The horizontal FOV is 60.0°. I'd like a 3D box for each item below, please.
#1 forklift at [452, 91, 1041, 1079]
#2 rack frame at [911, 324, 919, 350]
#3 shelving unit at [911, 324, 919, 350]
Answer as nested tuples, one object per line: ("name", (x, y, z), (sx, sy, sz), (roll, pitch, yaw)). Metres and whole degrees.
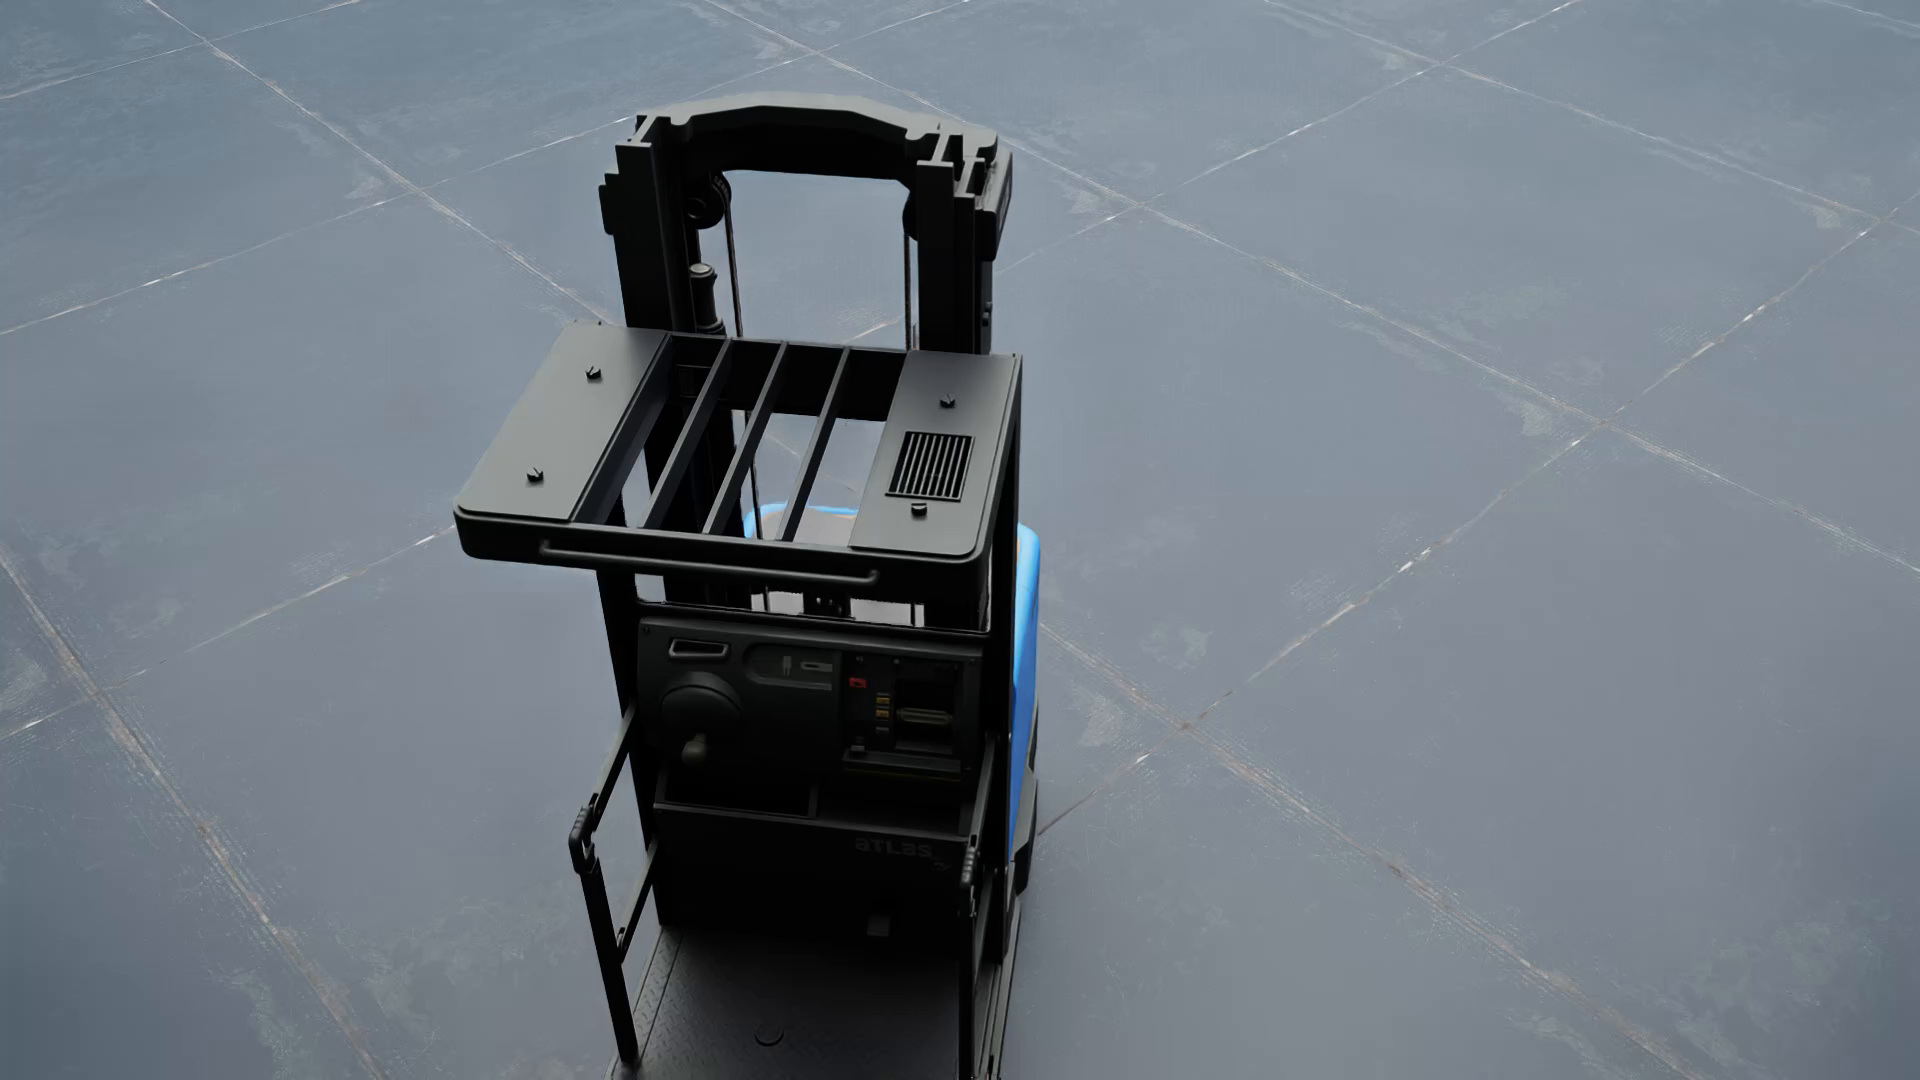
("forklift", (-0.435, 0.511, 4.284), (1.130, 2.935, 3.031), (5, 39, 6))
("rack frame", (-0.119, -0.490, 7.021), (0.200, 1.050, 0.008), (-30, 48, -32))
("shelving unit", (-0.036, -0.433, 6.951), (0.215, 1.050, 0.252), (-30, 48, -32))
